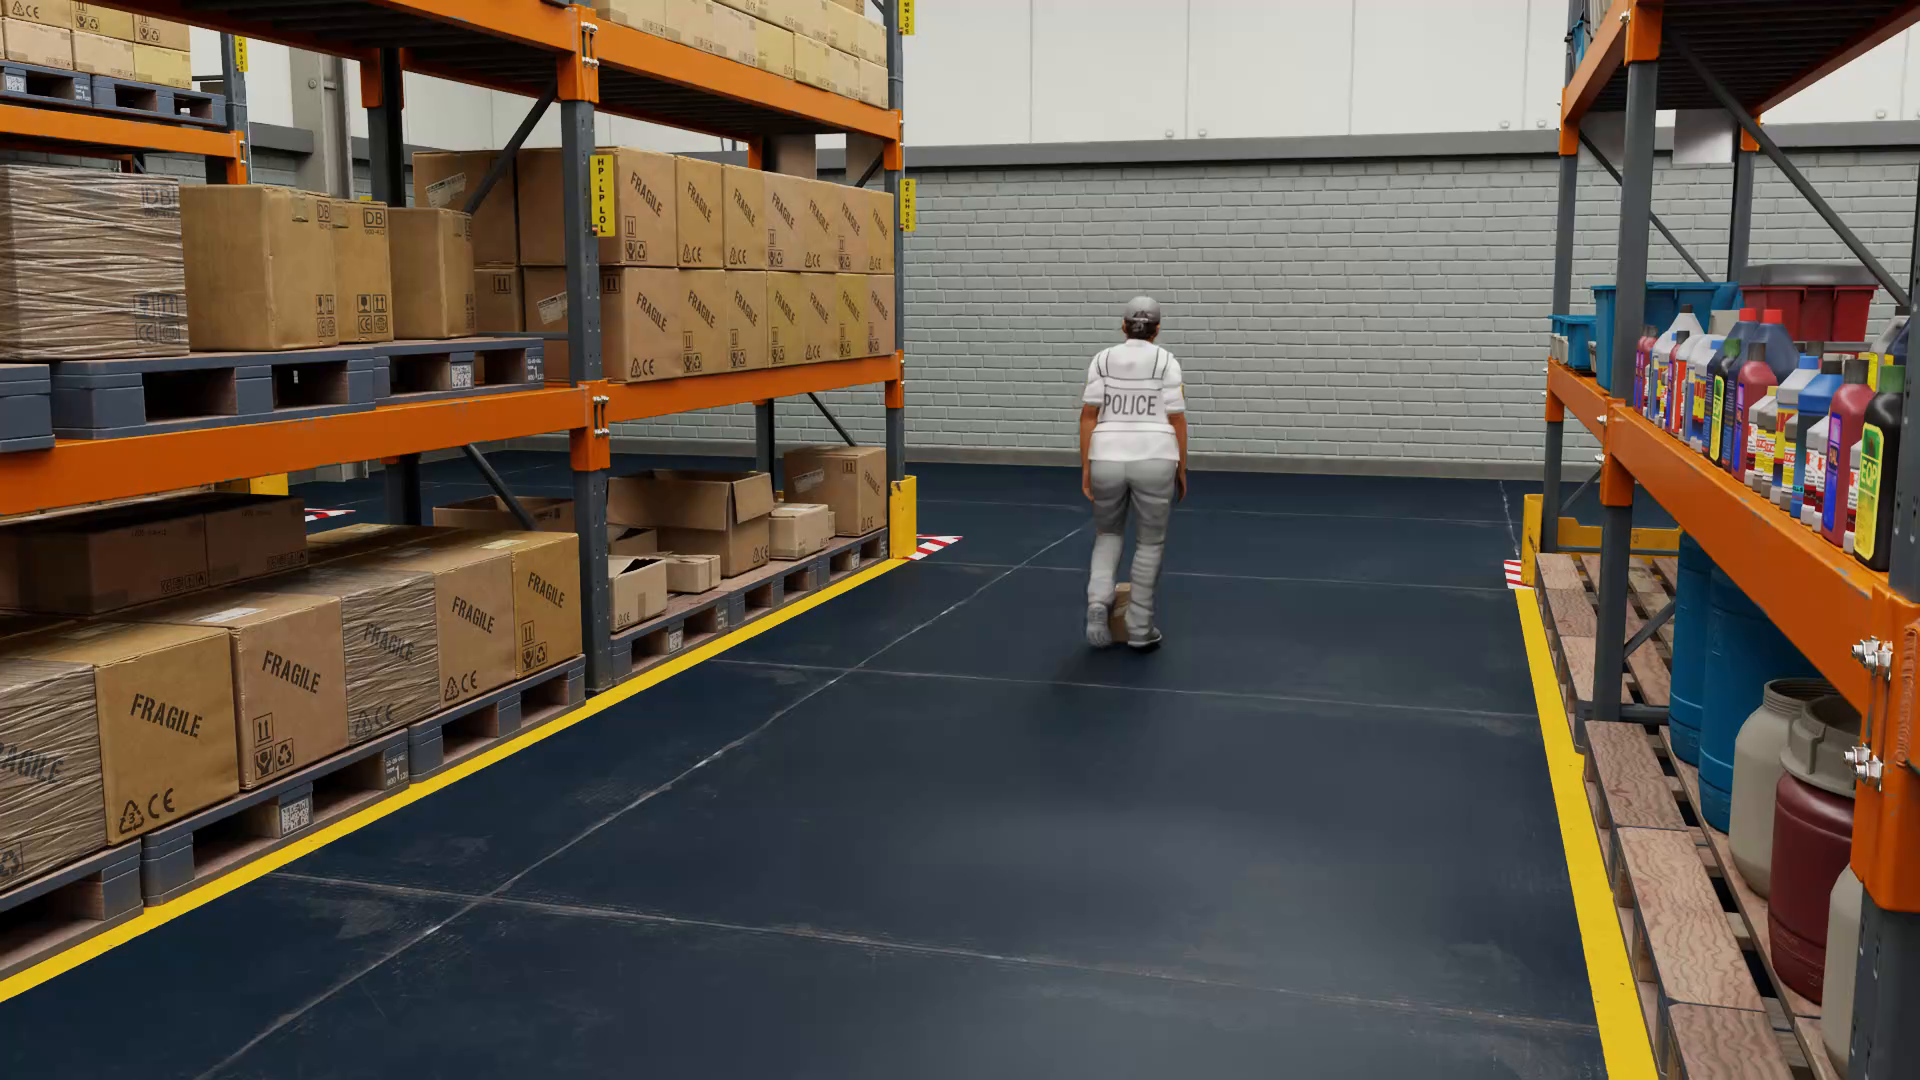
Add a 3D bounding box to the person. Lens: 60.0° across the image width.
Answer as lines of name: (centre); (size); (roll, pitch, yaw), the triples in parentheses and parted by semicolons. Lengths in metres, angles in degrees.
person: (0.829, -0.310, 7.910); (0.493, 1.690, 0.449); (3, 9, 21)
